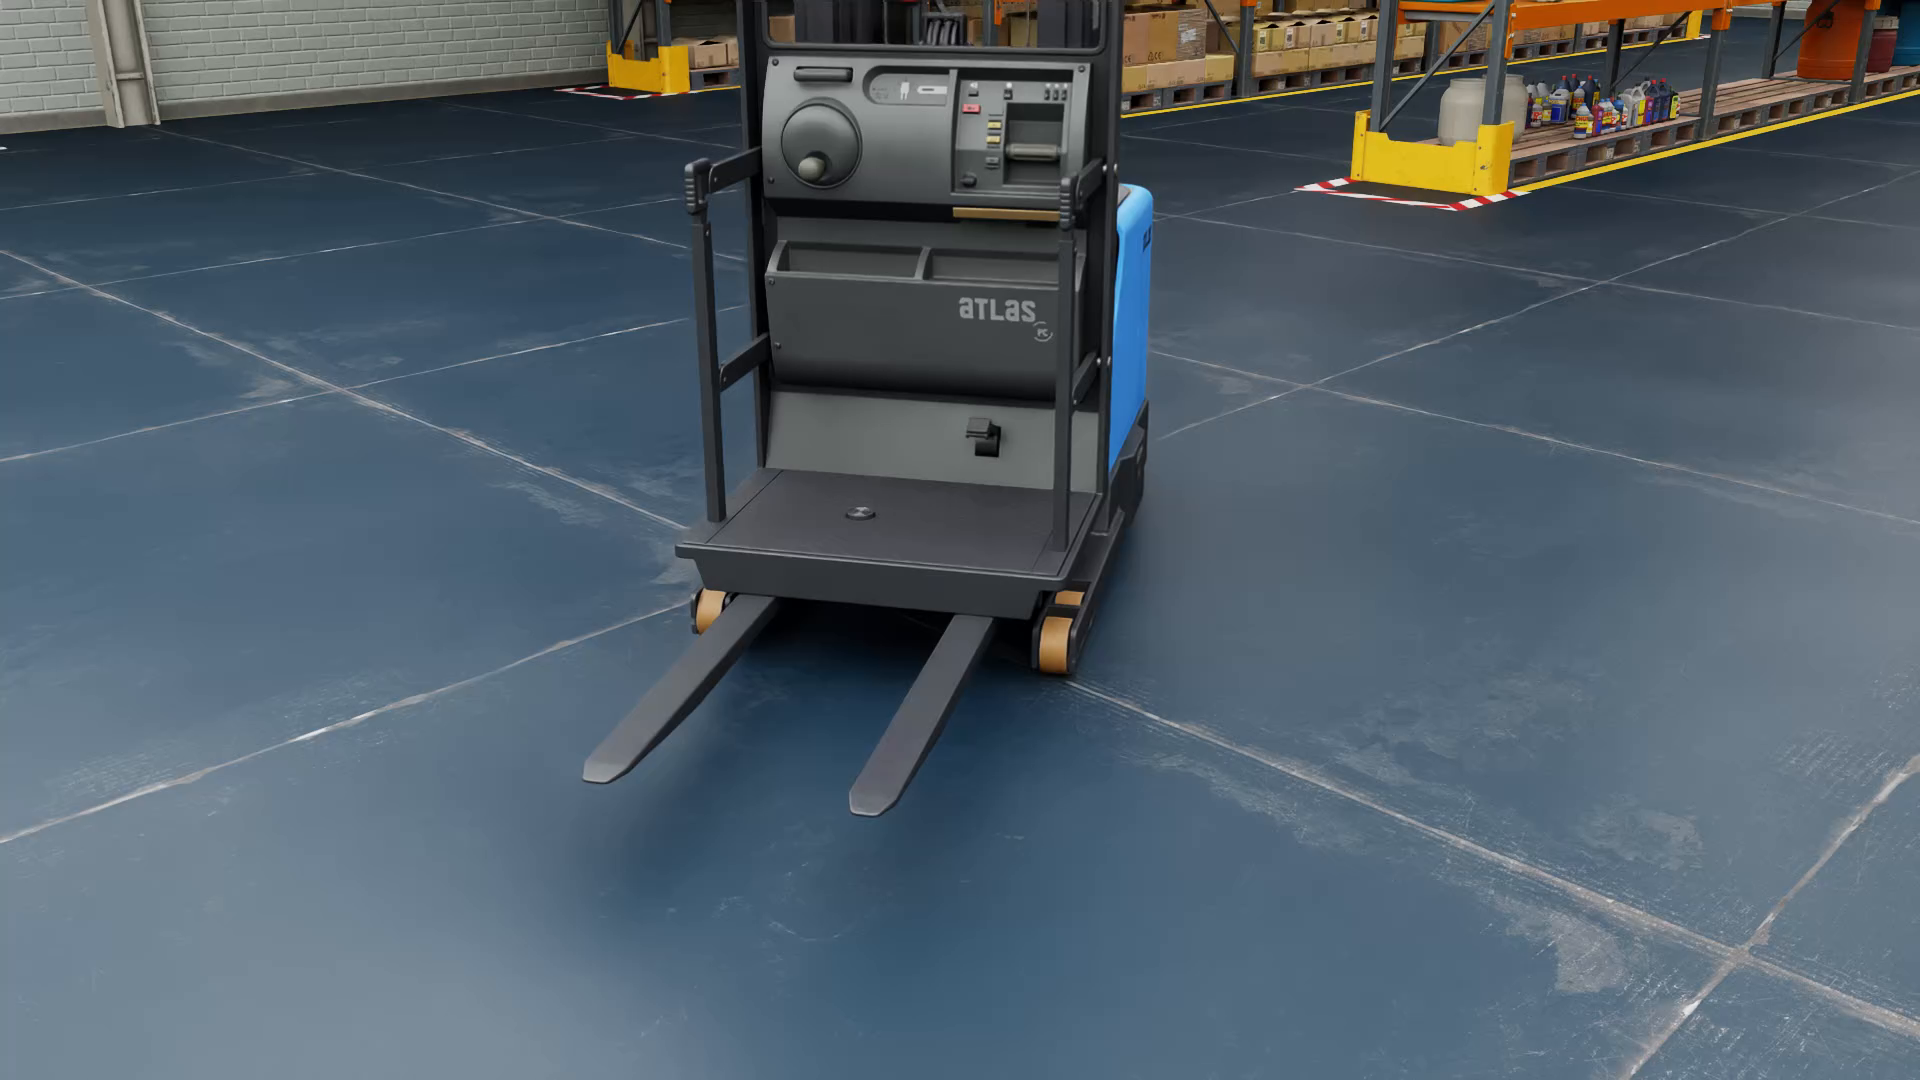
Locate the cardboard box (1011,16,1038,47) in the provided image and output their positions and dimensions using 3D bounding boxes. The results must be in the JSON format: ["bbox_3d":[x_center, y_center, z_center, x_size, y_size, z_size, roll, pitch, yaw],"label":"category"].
[{"bbox_3d":[0.835,-4.762,15.984,0.500,0.500,0.500,19,28,41],"label":"cardboard box"}]

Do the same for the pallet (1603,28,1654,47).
[{"bbox_3d":[9.656,-7.562,24.955,1.003,0.211,1.213,19,28,41],"label":"pallet"}]

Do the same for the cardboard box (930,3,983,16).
[{"bbox_3d":[0.019,-6.932,22.300,0.700,0.500,0.500,19,28,40],"label":"cardboard box"}]

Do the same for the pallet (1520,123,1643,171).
[{"bbox_3d":[4.941,-3.296,13.857,1.003,0.211,1.213,19,28,41],"label":"pallet"}]

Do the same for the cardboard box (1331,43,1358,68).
[{"bbox_3d":[4.276,-5.666,19.382,0.500,0.250,0.500,-20,28,-41],"label":"cardboard box"}]

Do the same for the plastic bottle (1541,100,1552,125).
[{"bbox_3d":[4.990,-3.646,14.168,0.097,0.201,0.097,0,21,0],"label":"plastic bottle"}]

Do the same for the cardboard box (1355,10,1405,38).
[{"bbox_3d":[4.988,-6.187,19.956,0.500,0.311,0.500,19,28,40],"label":"cardboard box"}]

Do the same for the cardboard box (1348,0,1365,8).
[{"bbox_3d":[6.448,-9.206,28.243,0.700,0.500,0.500,18,27,39],"label":"cardboard box"}]

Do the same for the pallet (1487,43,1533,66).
[{"bbox_3d":[6.934,-6.537,22.288,1.003,0.211,1.213,19,28,41],"label":"pallet"}]

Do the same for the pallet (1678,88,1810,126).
[{"bbox_3d":[7.662,-4.300,16.469,1.003,0.211,1.213,19,28,41],"label":"pallet"}]

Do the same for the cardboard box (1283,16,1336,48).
[{"bbox_3d":[3.924,-5.795,18.936,0.500,0.311,0.500,18,27,39],"label":"cardboard box"}]

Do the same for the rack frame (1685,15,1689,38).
[{"bbox_3d":[11.116,-9.401,25.852,1.000,3.000,0.127,19,28,41],"label":"rack frame"}]

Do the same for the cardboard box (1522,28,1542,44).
[{"bbox_3d":[7.485,-6.959,22.369,0.500,0.500,0.500,20,29,41],"label":"cardboard box"}]

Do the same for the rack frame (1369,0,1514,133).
[{"bbox_3d":[3.500,-4.047,11.923,1.000,3.000,0.127,19,28,41],"label":"rack frame"}]

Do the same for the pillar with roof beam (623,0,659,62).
[{"bbox_3d":[-0.645,-8.646,15.526,9.100,9.000,0.400,19,28,41],"label":"pillar with roof beam"}]

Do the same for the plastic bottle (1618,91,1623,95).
[{"bbox_3d":[5.598,-3.662,14.094,0.061,0.283,0.133,19,28,41],"label":"plastic bottle"}]

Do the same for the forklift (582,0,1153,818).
[{"bbox_3d":[-0.149,-1.142,4.461,1.130,2.935,3.031,5,22,12],"label":"forklift"}]

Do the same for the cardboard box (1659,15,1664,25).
[{"bbox_3d":[10.566,-8.001,25.545,0.380,0.166,0.250,19,28,41],"label":"cardboard box"}]

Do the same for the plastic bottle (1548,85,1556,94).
[{"bbox_3d":[5.154,-3.829,14.528,0.133,0.283,0.061,-19,28,-40],"label":"plastic bottle"}]

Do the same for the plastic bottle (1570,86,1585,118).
[{"bbox_3d":[5.416,-3.836,14.564,0.097,0.271,0.097,0,21,0],"label":"plastic bottle"}]

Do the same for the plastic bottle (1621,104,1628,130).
[{"bbox_3d":[5.510,-3.527,13.856,0.097,0.201,0.097,0,21,0],"label":"plastic bottle"}]

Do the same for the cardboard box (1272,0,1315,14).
[{"bbox_3d":[5.369,-8.807,27.206,0.700,0.500,0.500,20,29,41],"label":"cardboard box"}]

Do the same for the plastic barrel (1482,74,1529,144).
[{"bbox_3d":[4.255,-3.399,13.119,0.421,0.512,0.421,0,21,0],"label":"plastic barrel"}]

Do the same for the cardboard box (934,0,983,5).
[{"bbox_3d":[-0.001,-7.251,22.084,0.500,0.250,0.500,19,28,40],"label":"cardboard box"}]

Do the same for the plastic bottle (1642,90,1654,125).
[{"bbox_3d":[5.830,-3.674,14.124,0.133,0.283,0.061,-18,27,-39],"label":"plastic bottle"}]

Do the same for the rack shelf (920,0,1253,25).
[{"bbox_3d":[1.349,-5.466,16.618,1.077,0.370,4.000,19,28,41],"label":"rack shelf"}]

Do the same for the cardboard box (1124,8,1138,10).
[{"bbox_3d":[1.499,-5.281,17.335,0.500,0.500,0.500,19,28,41],"label":"cardboard box"}]

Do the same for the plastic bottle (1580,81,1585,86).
[{"bbox_3d":[5.549,-3.947,14.846,0.135,0.276,0.152,-19,28,-40],"label":"plastic bottle"}]

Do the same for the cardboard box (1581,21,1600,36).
[{"bbox_3d":[8.773,-7.377,23.720,0.500,0.311,0.500,19,28,41],"label":"cardboard box"}]

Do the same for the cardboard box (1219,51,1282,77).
[{"bbox_3d":[3.203,-5.270,18.353,0.500,0.250,0.500,18,28,39],"label":"cardboard box"}]

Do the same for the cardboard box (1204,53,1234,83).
[{"bbox_3d":[2.578,-5.055,17.792,0.500,0.250,0.500,19,28,41],"label":"cardboard box"}]

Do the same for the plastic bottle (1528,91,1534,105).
[{"bbox_3d":[4.760,-3.657,14.090,0.152,0.276,0.135,18,28,39],"label":"plastic bottle"}]

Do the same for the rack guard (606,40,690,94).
[{"bbox_3d":[-3.545,-5.379,18.874,1.175,0.500,0.348,19,28,41],"label":"rack guard"}]

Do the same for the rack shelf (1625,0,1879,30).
[{"bbox_3d":[7.686,-5.254,16.065,1.077,0.370,4.000,19,28,41],"label":"rack shelf"}]

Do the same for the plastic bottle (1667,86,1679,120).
[{"bbox_3d":[6.192,-3.807,14.470,0.133,0.283,0.061,-18,28,-39],"label":"plastic bottle"}]

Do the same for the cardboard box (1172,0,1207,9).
[{"bbox_3d":[3.206,-8.156,25.023,0.750,0.750,0.750,19,28,40],"label":"cardboard box"}]

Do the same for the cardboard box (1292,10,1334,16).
[{"bbox_3d":[4.241,-6.190,19.963,0.500,0.311,0.500,18,28,39],"label":"cardboard box"}]

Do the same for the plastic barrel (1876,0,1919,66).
[{"bbox_3d":[10.986,-6.031,19.424,0.600,0.901,0.708,19,28,41],"label":"plastic barrel"}]

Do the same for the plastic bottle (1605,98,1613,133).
[{"bbox_3d":[5.297,-3.481,13.640,0.097,0.271,0.097,0,21,0],"label":"plastic bottle"}]

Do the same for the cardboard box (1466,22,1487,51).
[{"bbox_3d":[6.418,-6.564,21.343,0.500,0.500,0.500,18,27,39],"label":"cardboard box"}]

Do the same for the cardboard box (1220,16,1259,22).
[{"bbox_3d":[3.180,-5.802,18.953,0.500,0.311,0.500,-19,28,-41],"label":"cardboard box"}]

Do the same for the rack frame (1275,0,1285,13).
[{"bbox_3d":[4.774,-9.611,26.400,1.000,3.000,0.127,19,28,41],"label":"rack frame"}]

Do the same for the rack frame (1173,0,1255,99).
[{"bbox_3d":[2.745,-6.316,17.826,1.000,3.000,0.127,19,28,41],"label":"rack frame"}]

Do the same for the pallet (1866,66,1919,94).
[{"bbox_3d":[10.452,-5.327,19.140,1.003,0.211,1.213,19,28,41],"label":"pallet"}]

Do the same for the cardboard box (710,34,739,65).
[{"bbox_3d":[-2.653,-5.779,19.563,0.500,0.311,0.500,-17,27,-38],"label":"cardboard box"}]

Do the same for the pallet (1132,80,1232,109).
[{"bbox_3d":[2.160,-4.821,17.822,1.003,0.211,1.213,19,28,41],"label":"pallet"}]

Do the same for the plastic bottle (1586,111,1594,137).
[{"bbox_3d":[5.061,-3.361,13.425,0.097,0.201,0.097,0,21,0],"label":"plastic bottle"}]

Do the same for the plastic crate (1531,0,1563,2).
[{"bbox_3d":[4.355,-4.074,12.360,0.298,0.136,0.250,19,28,41],"label":"plastic crate"}]

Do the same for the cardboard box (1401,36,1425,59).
[{"bbox_3d":[5.343,-6.061,20.409,0.500,0.250,0.500,-19,28,-41],"label":"cardboard box"}]

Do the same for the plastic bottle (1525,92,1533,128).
[{"bbox_3d":[4.740,-3.598,13.927,0.061,0.283,0.133,19,28,41],"label":"plastic bottle"}]

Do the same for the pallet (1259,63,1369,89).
[{"bbox_3d":[4.082,-5.529,19.665,1.003,0.211,1.213,19,28,41],"label":"pallet"}]

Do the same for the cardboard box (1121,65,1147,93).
[{"bbox_3d":[1.535,-4.668,16.785,0.500,0.250,0.500,19,28,41],"label":"cardboard box"}]

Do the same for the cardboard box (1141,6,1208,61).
[{"bbox_3d":[2.220,-5.279,17.331,0.500,0.500,0.500,19,28,41],"label":"cardboard box"}]
